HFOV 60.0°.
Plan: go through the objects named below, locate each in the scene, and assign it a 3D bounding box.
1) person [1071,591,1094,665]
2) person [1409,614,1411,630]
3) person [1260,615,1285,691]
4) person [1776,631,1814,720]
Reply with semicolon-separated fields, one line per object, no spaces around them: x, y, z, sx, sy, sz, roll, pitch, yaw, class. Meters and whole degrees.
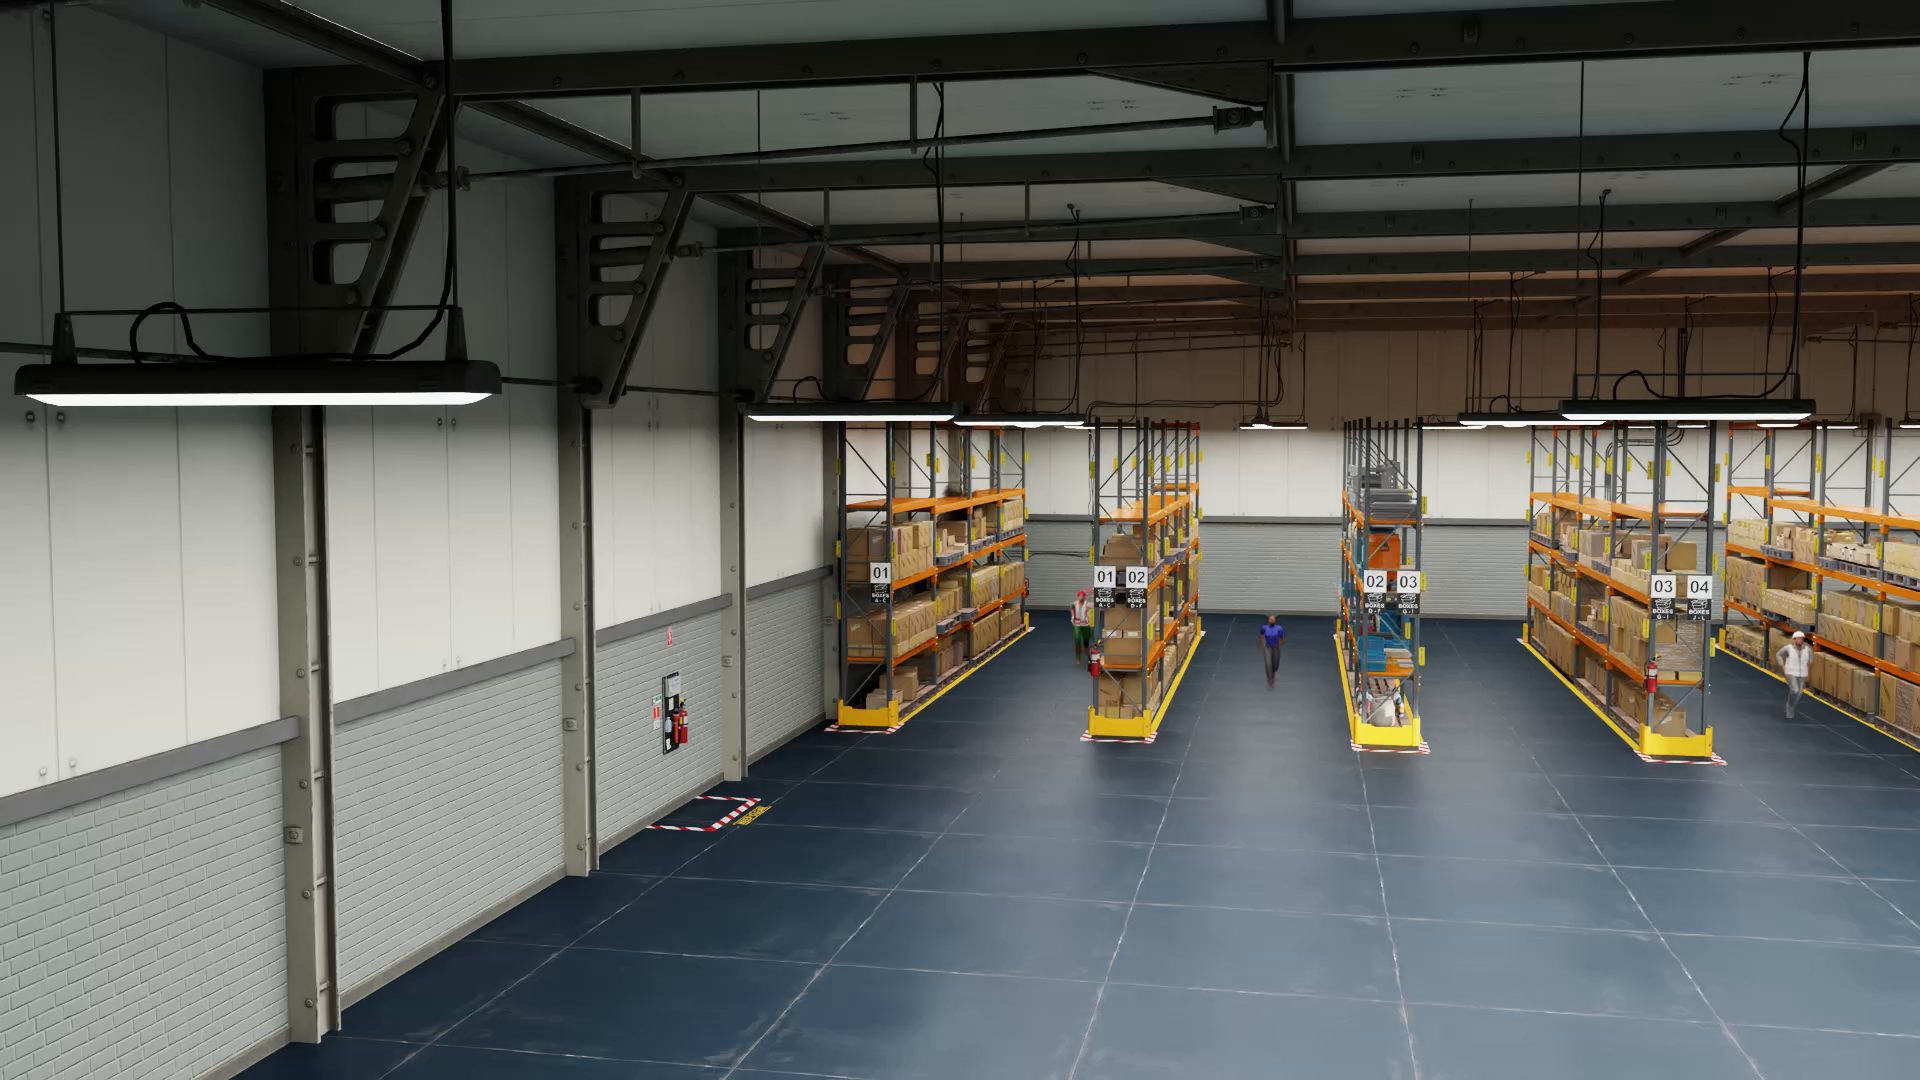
3.062;2.157;41.450;0.626;1.801;1.130;1;4;9;person
12.813;1.755;48.396;0.761;1.740;0.590;2;4;26;person
7.009;2.505;37.273;0.545;1.650;1.093;0;4;4;person
16.670;2.635;33.143;0.645;1.651;0.757;0;4;3;person
